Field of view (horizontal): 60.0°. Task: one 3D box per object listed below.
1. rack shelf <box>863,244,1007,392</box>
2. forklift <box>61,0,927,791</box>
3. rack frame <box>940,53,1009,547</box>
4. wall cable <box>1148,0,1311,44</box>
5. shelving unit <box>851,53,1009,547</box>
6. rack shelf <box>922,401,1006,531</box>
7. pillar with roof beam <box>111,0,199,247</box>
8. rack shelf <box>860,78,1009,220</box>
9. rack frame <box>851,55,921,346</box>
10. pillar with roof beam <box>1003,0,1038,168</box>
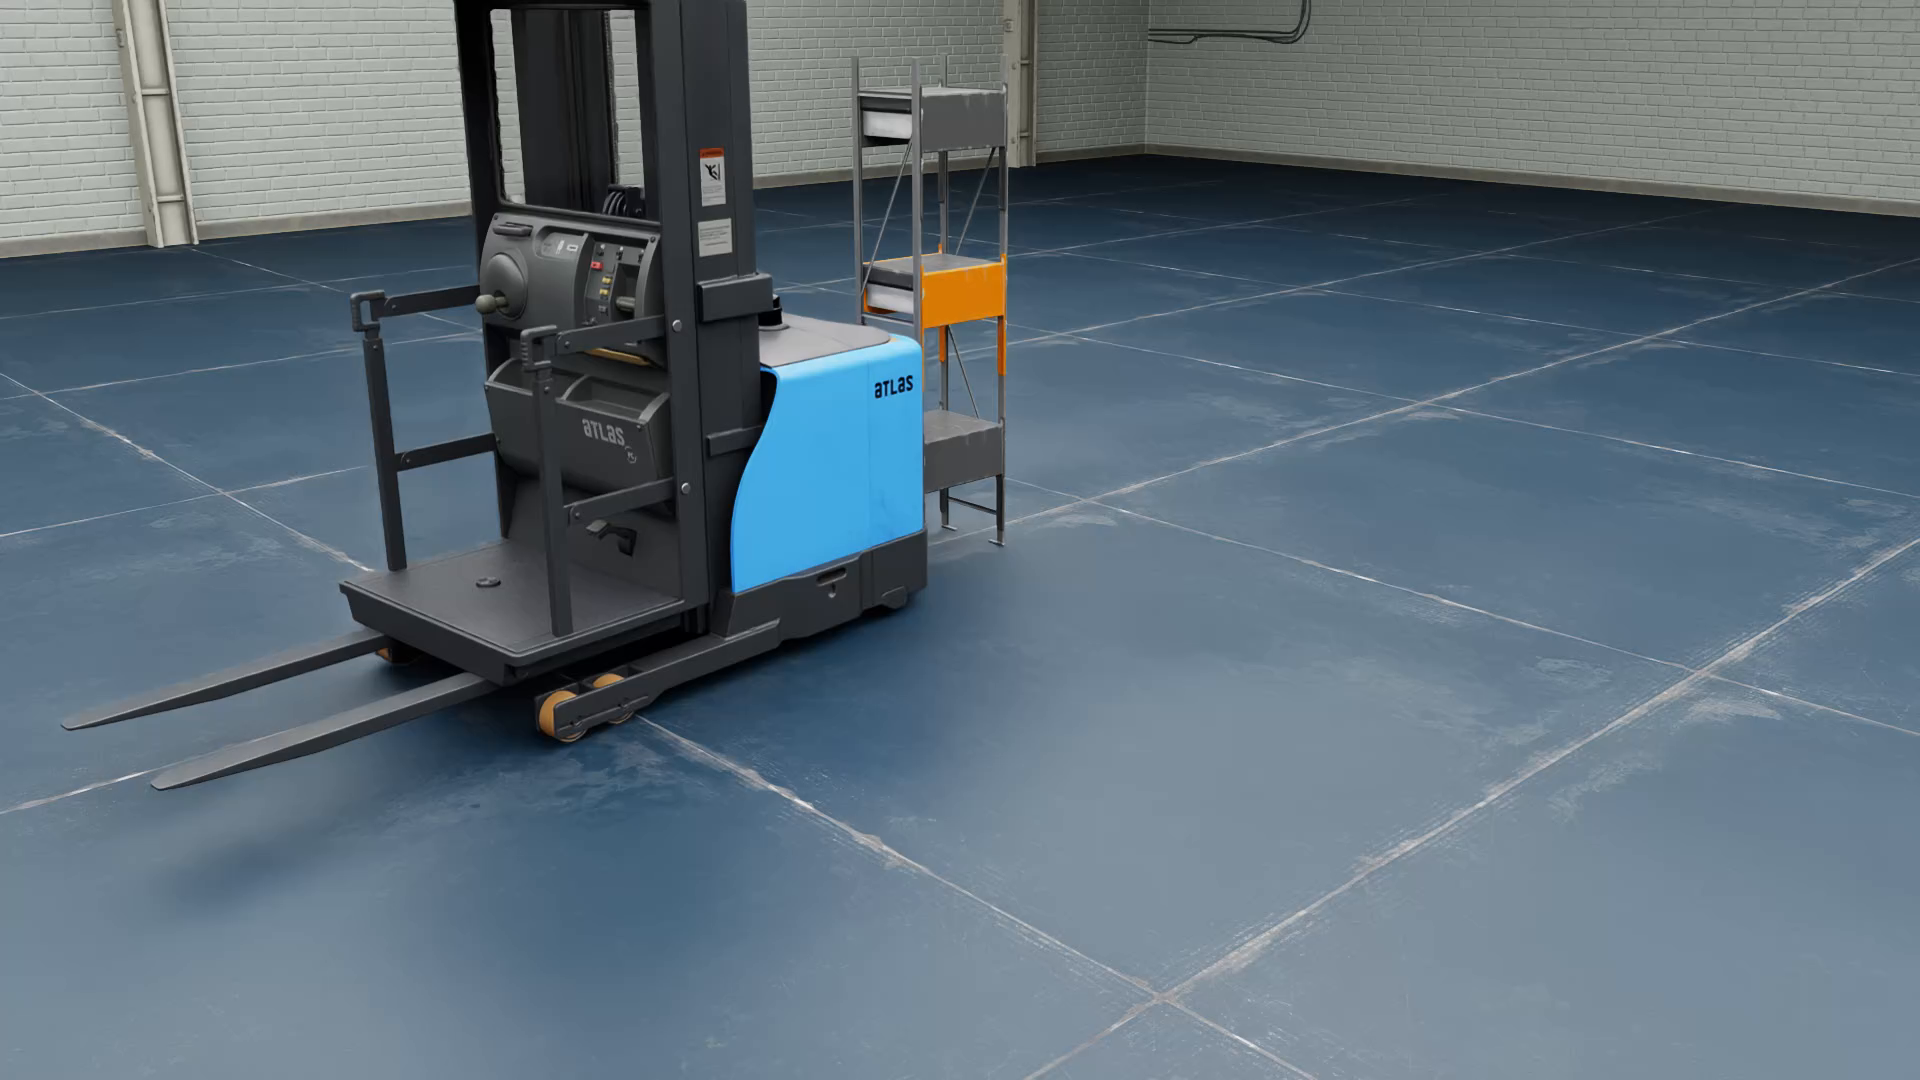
[{"bbox_3d":[-0.120,-0.951,7.057,0.480,0.518,0.431,-16,24,-41],"label":"rack shelf"},{"bbox_3d":[-1.480,-0.907,5.531,1.130,2.935,3.031,15,23,39],"label":"forklift"},{"bbox_3d":[0.057,-1.015,7.212,0.015,2.100,0.400,-16,24,-41],"label":"rack frame"},{"bbox_3d":[3.918,-8.628,24.540,0.112,2.526,3.097,-16,24,-41],"label":"wall cable"},{"bbox_3d":[-0.120,-0.964,7.053,0.503,2.100,0.431,-16,24,-41],"label":"shelving unit"},{"bbox_3d":[-0.120,-0.285,7.273,0.480,0.518,0.431,-16,24,-41],"label":"rack shelf"},{"bbox_3d":[-4.893,-6.270,12.232,0.400,9.000,9.100,-16,24,-41],"label":"pillar with roof beam"},{"bbox_3d":[-0.120,-1.617,6.841,0.480,0.518,0.431,-16,24,-41],"label":"rack shelf"},{"bbox_3d":[-0.298,-0.912,6.893,0.015,2.100,0.400,-16,24,-41],"label":"rack frame"},{"bbox_3d":[3.826,-8.813,20.075,0.400,9.000,9.100,-16,24,-41],"label":"pillar with roof beam"}]
